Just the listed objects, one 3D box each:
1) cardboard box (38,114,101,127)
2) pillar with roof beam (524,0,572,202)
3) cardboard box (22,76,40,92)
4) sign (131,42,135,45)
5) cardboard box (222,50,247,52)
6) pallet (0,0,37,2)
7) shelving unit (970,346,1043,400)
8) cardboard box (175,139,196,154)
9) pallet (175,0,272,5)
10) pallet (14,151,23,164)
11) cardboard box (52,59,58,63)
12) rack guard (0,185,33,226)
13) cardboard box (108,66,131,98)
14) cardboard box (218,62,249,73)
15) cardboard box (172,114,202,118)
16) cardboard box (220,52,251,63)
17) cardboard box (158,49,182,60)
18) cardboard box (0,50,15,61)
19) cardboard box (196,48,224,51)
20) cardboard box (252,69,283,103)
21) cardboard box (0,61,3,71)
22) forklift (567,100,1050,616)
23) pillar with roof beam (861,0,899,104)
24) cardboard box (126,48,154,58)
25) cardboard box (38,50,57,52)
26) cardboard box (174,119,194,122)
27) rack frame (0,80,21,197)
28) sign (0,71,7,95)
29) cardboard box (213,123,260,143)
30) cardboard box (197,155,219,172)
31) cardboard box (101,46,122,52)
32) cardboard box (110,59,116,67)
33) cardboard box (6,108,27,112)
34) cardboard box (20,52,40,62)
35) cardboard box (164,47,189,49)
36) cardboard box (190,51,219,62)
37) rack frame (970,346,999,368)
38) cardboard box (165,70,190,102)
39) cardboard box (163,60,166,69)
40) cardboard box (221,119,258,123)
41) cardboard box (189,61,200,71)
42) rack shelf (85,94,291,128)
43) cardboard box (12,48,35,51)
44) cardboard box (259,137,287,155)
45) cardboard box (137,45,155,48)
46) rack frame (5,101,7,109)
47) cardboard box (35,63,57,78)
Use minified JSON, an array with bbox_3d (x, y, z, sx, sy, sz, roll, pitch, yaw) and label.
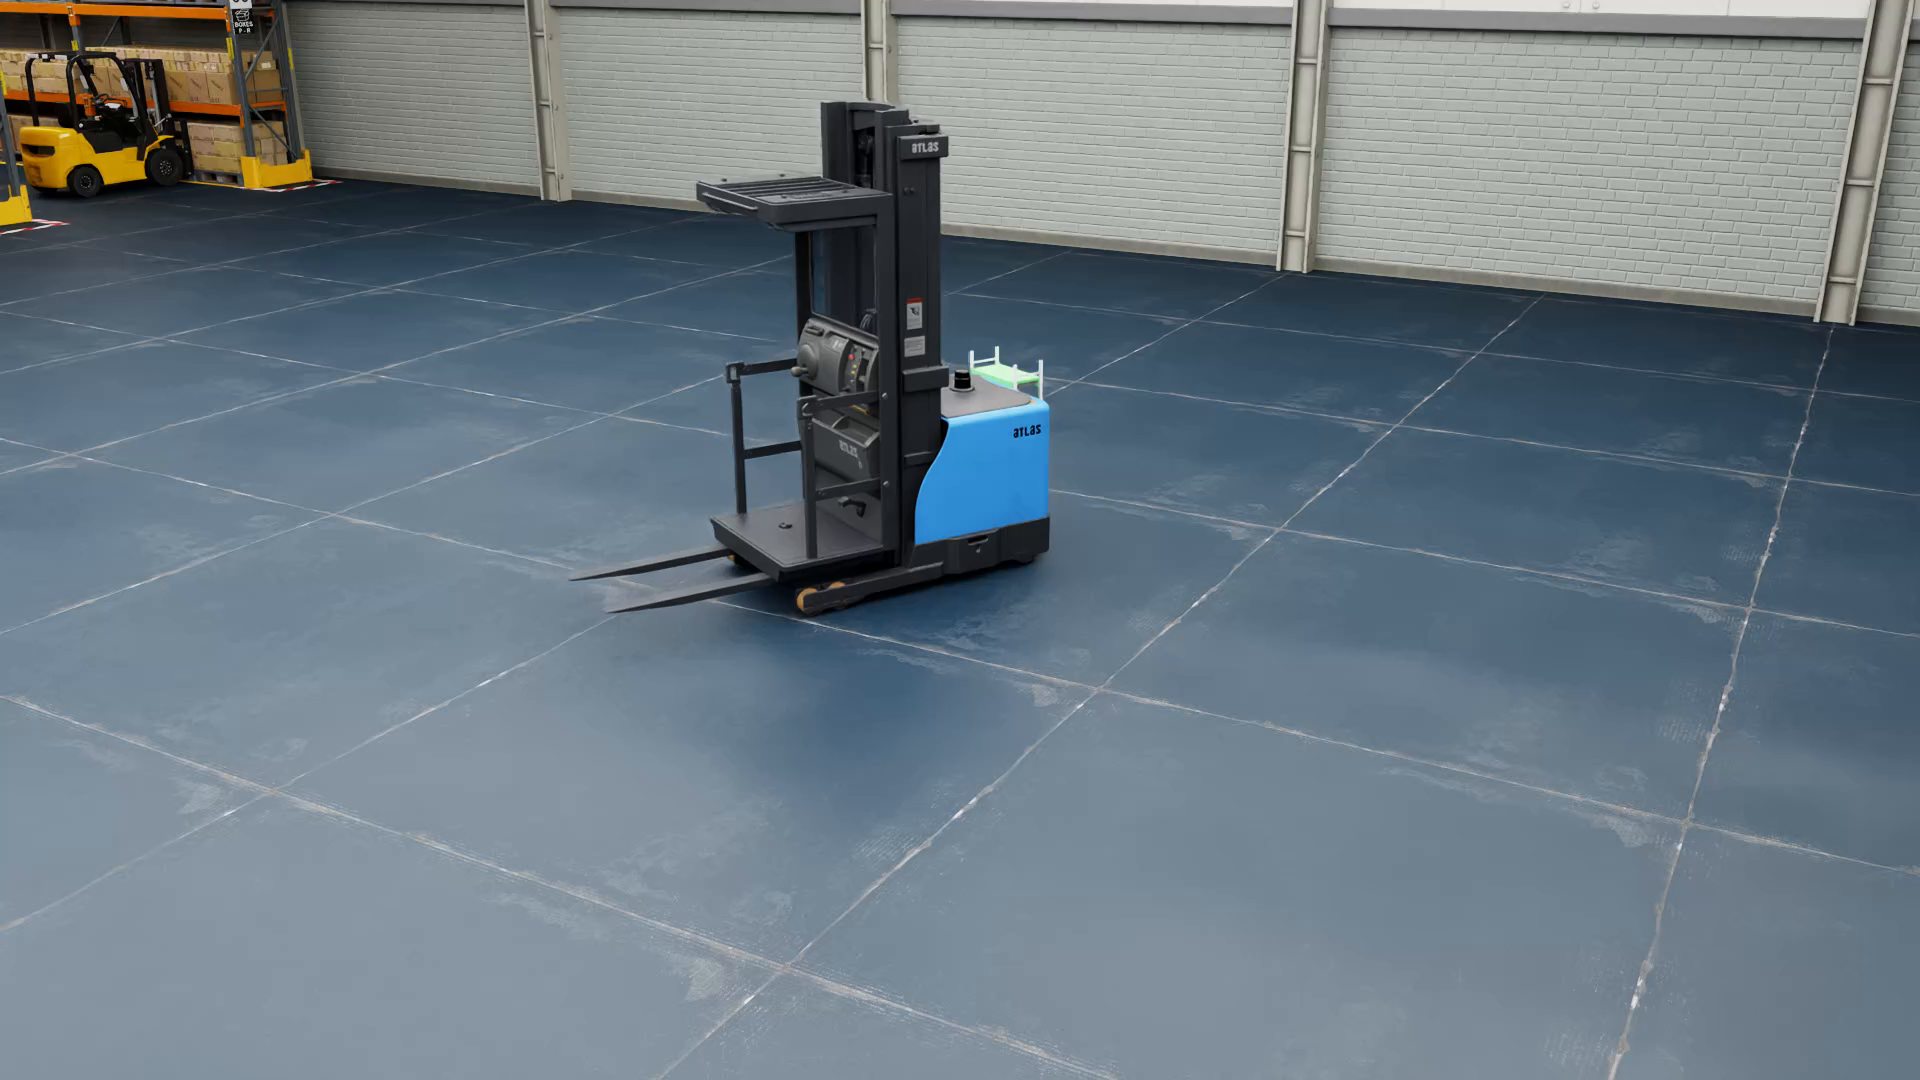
[{"bbox_3d":[-16.021,-7.330,30.041,0.625,0.625,0.875,11,22,27],"label":"cardboard box"},{"bbox_3d":[-8.424,-8.294,21.034,0.400,9.000,9.100,11,23,27],"label":"pillar with roof beam"},{"bbox_3d":[-16.314,-8.143,29.636,0.500,0.250,0.500,11,23,28],"label":"cardboard box"},{"bbox_3d":[-14.617,-8.644,29.410,0.005,0.325,0.100,11,23,27],"label":"sign"},{"bbox_3d":[-12.033,-8.074,27.689,0.250,0.149,0.380,11,23,28],"label":"cardboard box"},{"bbox_3d":[-16.764,-9.750,29.722,1.213,0.211,1.003,12,23,30],"label":"pallet"},{"bbox_3d":[0.313,-0.689,11.506,0.258,1.200,0.503,-14,24,-34],"label":"shelving unit"},{"bbox_3d":[-12.865,-6.663,28.018,0.500,0.250,0.500,10,22,26],"label":"cardboard box"},{"bbox_3d":[-11.999,-8.863,27.130,1.213,0.211,1.003,11,23,27],"label":"pallet"},{"bbox_3d":[-16.618,-7.037,30.455,1.213,0.211,1.003,11,23,27],"label":"pallet"},{"bbox_3d":[-15.715,-8.471,29.221,0.250,0.149,0.380,11,23,27],"label":"cardboard box"},{"bbox_3d":[-13.878,-4.728,23.667,0.348,0.500,1.175,11,23,27],"label":"rack guard"},{"bbox_3d":[-14.163,-7.848,28.455,0.500,0.500,0.500,11,23,28],"label":"cardboard box"},{"bbox_3d":[-11.833,-7.695,27.083,0.250,0.149,0.380,11,23,28],"label":"cardboard box"},{"bbox_3d":[-13.478,-7.217,28.812,0.500,0.250,0.500,11,23,28],"label":"cardboard box"},{"bbox_3d":[-11.810,-7.858,27.094,0.250,0.149,0.380,11,23,27],"label":"cardboard box"},{"bbox_3d":[-13.152,-8.111,27.793,0.250,0.149,0.380,11,23,28],"label":"cardboard box"},{"bbox_3d":[-17.112,-8.699,29.850,0.250,0.149,0.380,11,23,28],"label":"cardboard box"},{"bbox_3d":[-12.665,-8.229,28.117,0.250,0.149,0.380,10,22,26],"label":"cardboard box"},{"bbox_3d":[-11.691,-7.581,27.719,0.500,0.500,0.500,12,23,29],"label":"cardboard box"},{"bbox_3d":[-17.225,-8.542,30.000,0.500,0.250,0.500,10,22,26],"label":"cardboard box"},{"bbox_3d":[-0.930,-1.123,10.161,3.031,2.935,1.130,-12,23,-30],"label":"forklift"},{"bbox_3d":[-3.186,-7.296,18.283,0.400,9.000,9.100,11,23,27],"label":"pillar with roof beam"},{"bbox_3d":[-13.839,-8.220,28.093,0.250,0.149,0.380,10,22,26],"label":"cardboard box"},{"bbox_3d":[-16.397,-8.776,30.062,0.250,0.149,0.380,11,23,28],"label":"cardboard box"},{"bbox_3d":[-13.281,-6.978,28.154,0.500,0.250,0.500,10,22,26],"label":"cardboard box"},{"bbox_3d":[-13.812,-5.891,23.206,0.127,3.000,1.000,11,23,27],"label":"rack frame"},{"bbox_3d":[-13.547,-6.459,23.504,0.005,0.325,0.100,11,23,27],"label":"sign"},{"bbox_3d":[-11.948,-6.728,27.463,0.500,0.250,0.500,12,23,29],"label":"cardboard box"},{"bbox_3d":[-12.388,-6.344,27.871,0.500,0.250,0.500,11,23,27],"label":"cardboard box"},{"bbox_3d":[-14.472,-8.373,28.516,0.250,0.149,0.380,11,23,28],"label":"cardboard box"},{"bbox_3d":[-14.268,-8.177,28.412,0.250,0.149,0.380,11,23,27],"label":"cardboard box"},{"bbox_3d":[-17.840,-7.673,30.985,0.625,0.625,0.875,12,23,29],"label":"cardboard box"},{"bbox_3d":[-16.423,-8.581,29.524,0.250,0.149,0.380,11,23,28],"label":"cardboard box"},{"bbox_3d":[-13.358,-8.340,28.425,0.250,0.149,0.380,11,22,27],"label":"cardboard box"},{"bbox_3d":[-12.463,-7.989,27.455,0.250,0.149,0.380,11,23,28],"label":"cardboard box"},{"bbox_3d":[0.169,-0.757,11.691,0.240,1.200,0.015,-14,24,-34],"label":"rack frame"},{"bbox_3d":[-12.848,-7.594,27.755,0.500,0.500,0.500,10,22,26],"label":"cardboard box"},{"bbox_3d":[-13.139,-7.970,27.839,0.250,0.149,0.380,11,22,27],"label":"cardboard box"},{"bbox_3d":[-12.159,-6.962,28.110,0.500,0.250,0.500,11,23,27],"label":"cardboard box"},{"bbox_3d":[-12.479,-7.835,27.468,0.250,0.149,0.380,11,22,27],"label":"cardboard box"},{"bbox_3d":[-13.140,-7.364,28.321,4.000,0.370,1.077,11,23,27],"label":"rack shelf"},{"bbox_3d":[-17.078,-8.900,30.402,0.250,0.149,0.380,11,22,27],"label":"cardboard box"},{"bbox_3d":[-11.703,-6.649,27.979,0.500,0.250,0.500,11,23,28],"label":"cardboard box"},{"bbox_3d":[-14.024,-8.469,28.779,0.250,0.149,0.380,11,22,27],"label":"cardboard box"},{"bbox_3d":[-18.378,-8.700,30.949,0.127,3.000,1.000,11,23,27],"label":"rack frame"},{"bbox_3d":[-15.892,-8.288,29.301,0.500,0.250,0.500,10,22,26],"label":"cardboard box"}]
